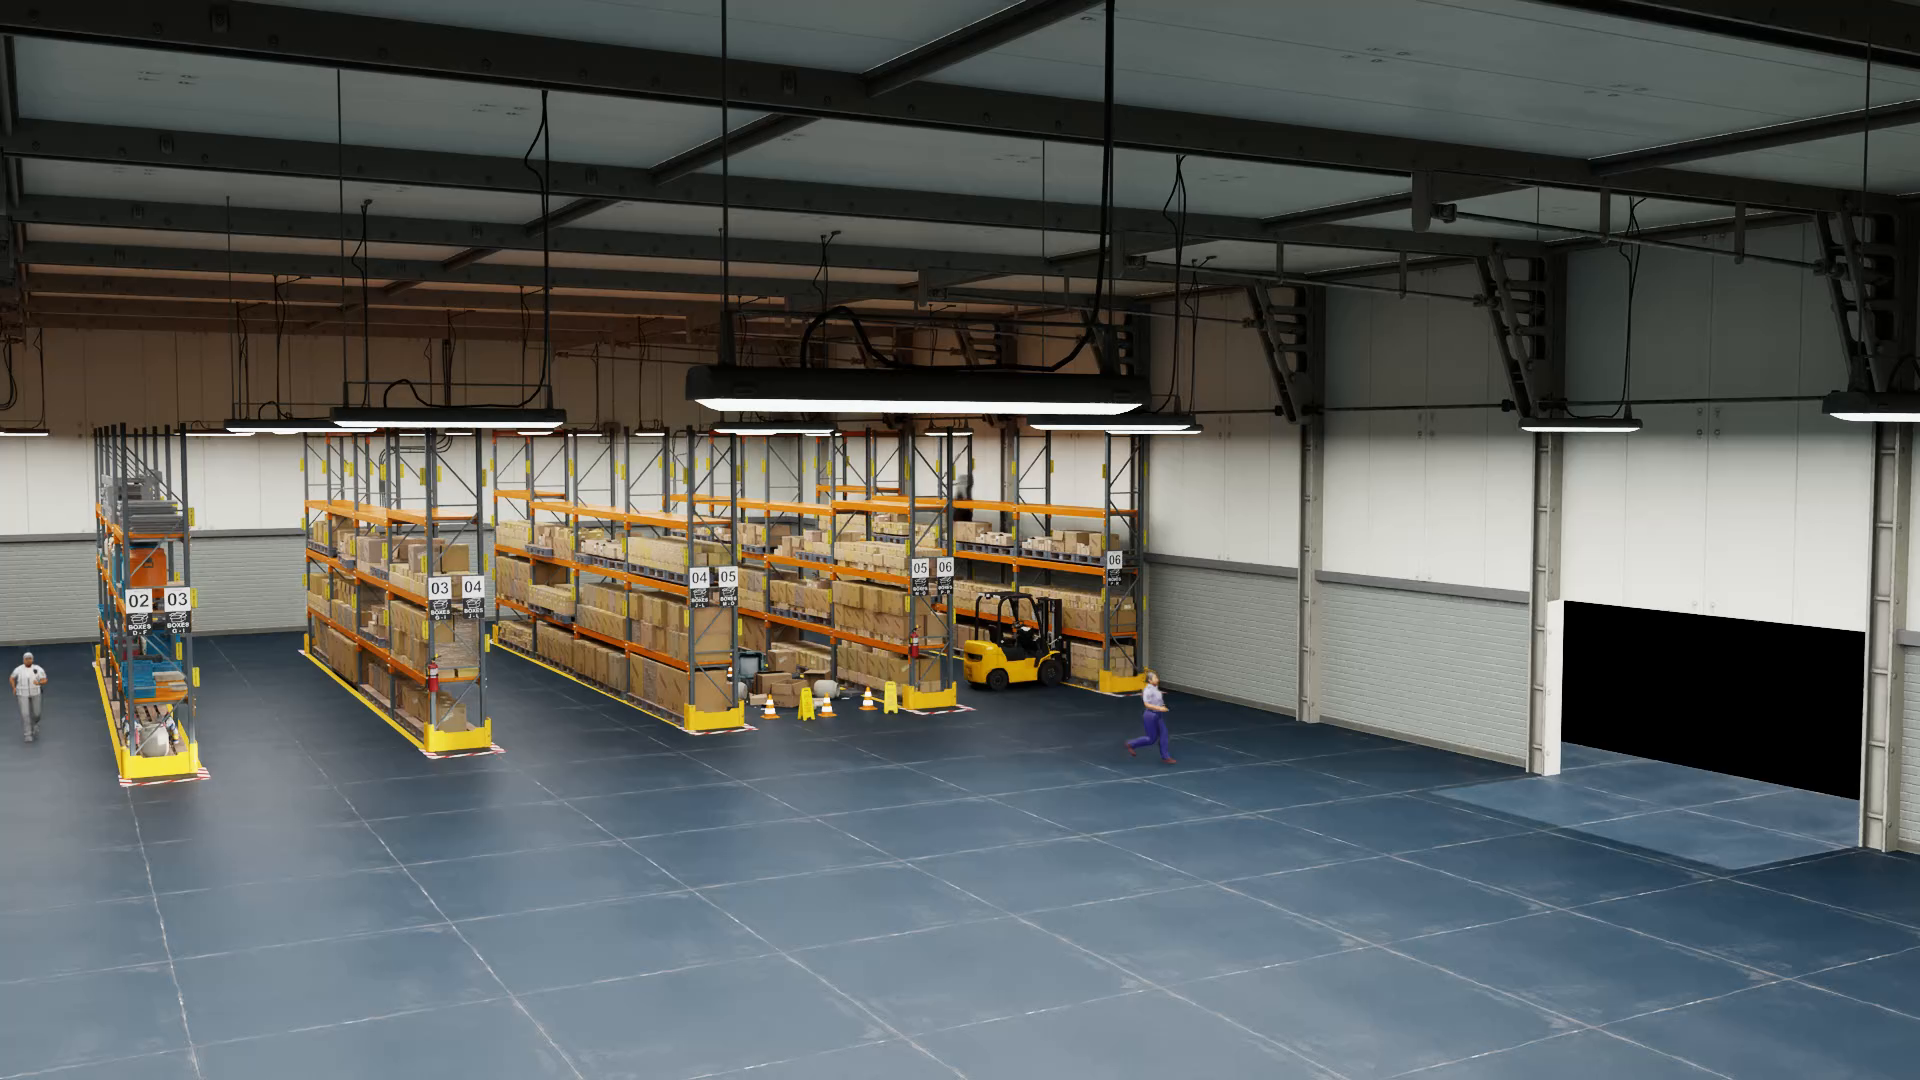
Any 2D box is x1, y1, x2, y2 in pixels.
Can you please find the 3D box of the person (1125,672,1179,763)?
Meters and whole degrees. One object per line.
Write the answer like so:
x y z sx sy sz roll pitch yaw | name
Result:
3.401 3.141 29.335 0.932 1.602 0.621 1 4 18 | person

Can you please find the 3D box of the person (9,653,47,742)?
-17.748 2.970 31.707 0.615 1.632 0.918 -2 4 -33 | person
